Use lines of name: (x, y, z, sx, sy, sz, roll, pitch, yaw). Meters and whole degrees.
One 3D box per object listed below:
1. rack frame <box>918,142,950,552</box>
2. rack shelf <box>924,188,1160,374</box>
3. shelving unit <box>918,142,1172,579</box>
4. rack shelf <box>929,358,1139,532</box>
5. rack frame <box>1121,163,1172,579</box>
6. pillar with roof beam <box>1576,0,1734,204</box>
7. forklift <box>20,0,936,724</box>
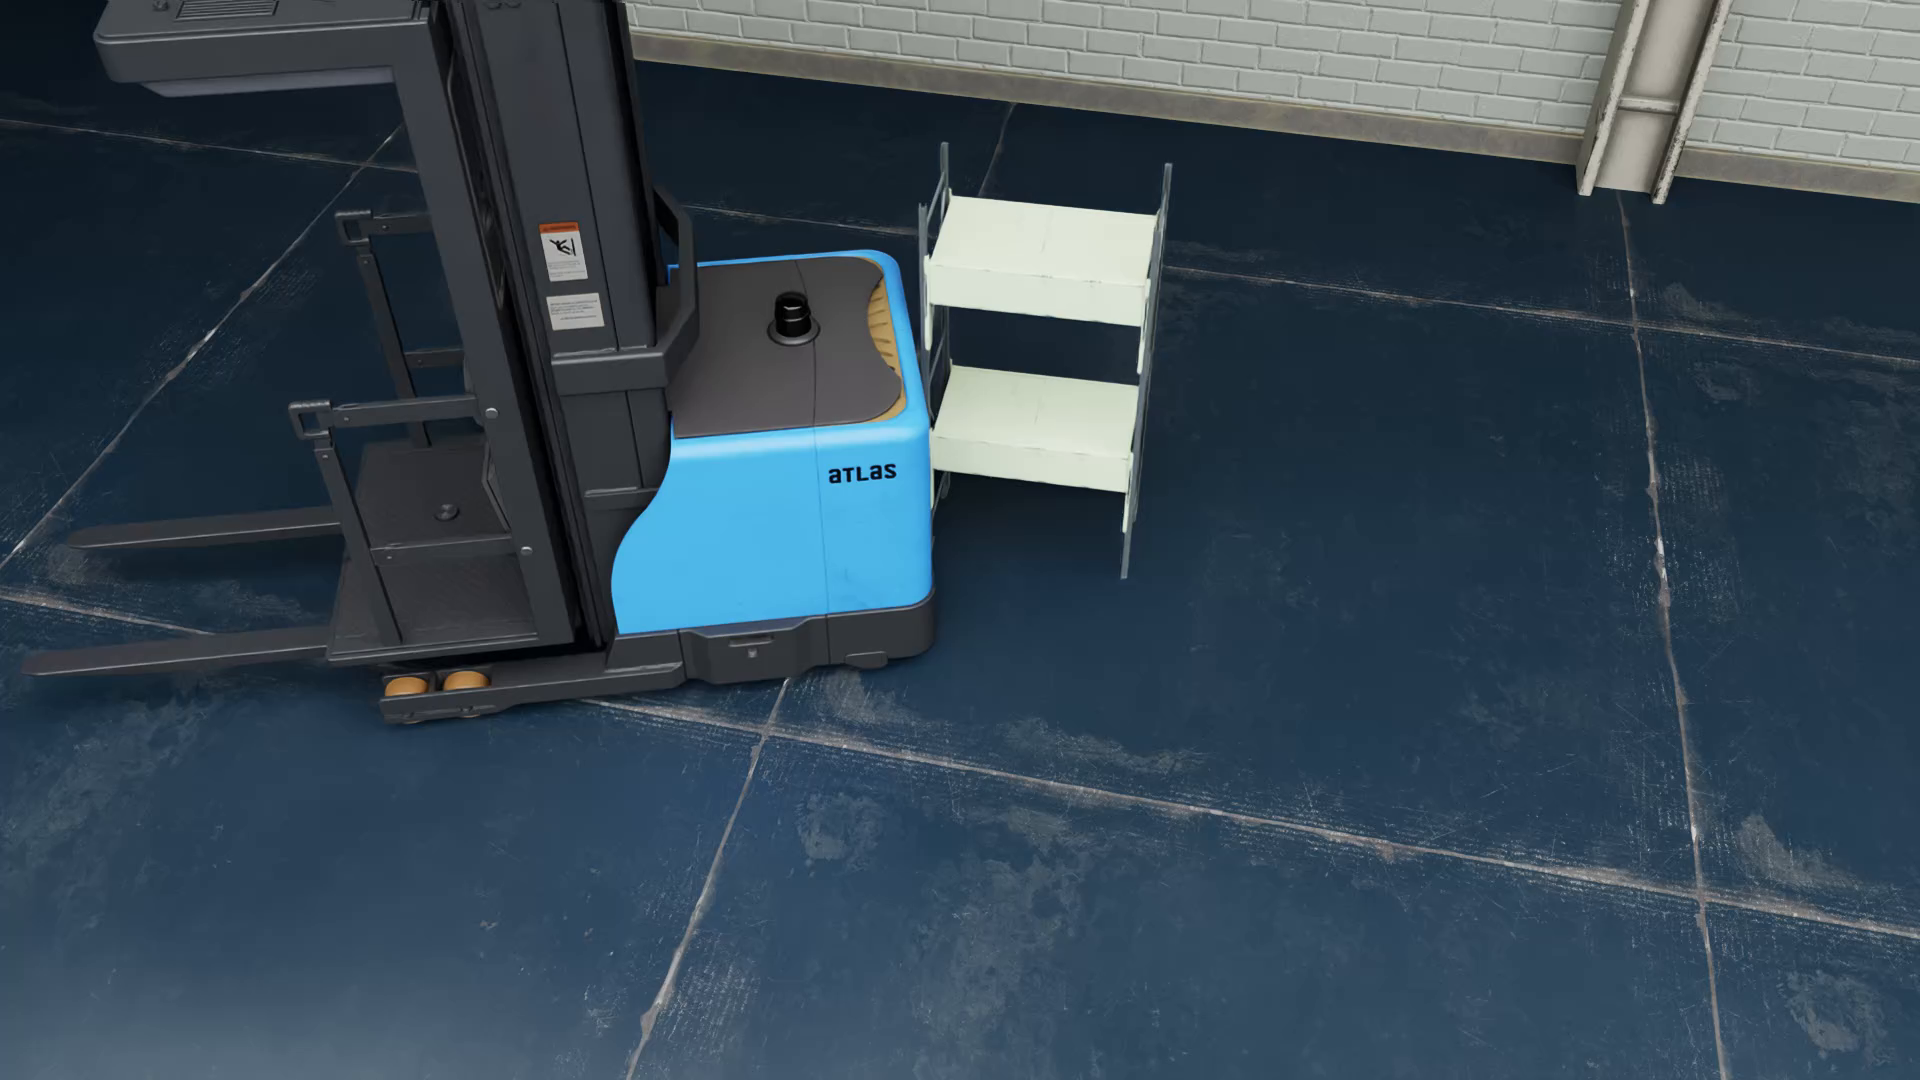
rack frame: (-0.084, -0.625, 5.818, 0.023, 1.500, 0.400, 7, 44, 7)
rack shelf: (0.276, -0.861, 5.500, 0.720, 0.370, 0.431, 7, 44, 7)
shelving unit: (0.276, -0.580, 5.771, 0.755, 1.500, 0.431, 7, 44, 7)
rack shelf: (0.276, -0.345, 5.997, 0.720, 0.370, 0.431, 7, 44, 7)
rack frame: (0.636, -0.534, 5.724, 0.023, 1.500, 0.400, 7, 44, 7)
pillar with roof beam: (2.251, -2.060, 1.901, 0.400, 9.000, 9.100, 9, 45, 9)
forklift: (-1.641, -0.829, 4.998, 3.031, 2.935, 1.130, -5, 44, -6)
